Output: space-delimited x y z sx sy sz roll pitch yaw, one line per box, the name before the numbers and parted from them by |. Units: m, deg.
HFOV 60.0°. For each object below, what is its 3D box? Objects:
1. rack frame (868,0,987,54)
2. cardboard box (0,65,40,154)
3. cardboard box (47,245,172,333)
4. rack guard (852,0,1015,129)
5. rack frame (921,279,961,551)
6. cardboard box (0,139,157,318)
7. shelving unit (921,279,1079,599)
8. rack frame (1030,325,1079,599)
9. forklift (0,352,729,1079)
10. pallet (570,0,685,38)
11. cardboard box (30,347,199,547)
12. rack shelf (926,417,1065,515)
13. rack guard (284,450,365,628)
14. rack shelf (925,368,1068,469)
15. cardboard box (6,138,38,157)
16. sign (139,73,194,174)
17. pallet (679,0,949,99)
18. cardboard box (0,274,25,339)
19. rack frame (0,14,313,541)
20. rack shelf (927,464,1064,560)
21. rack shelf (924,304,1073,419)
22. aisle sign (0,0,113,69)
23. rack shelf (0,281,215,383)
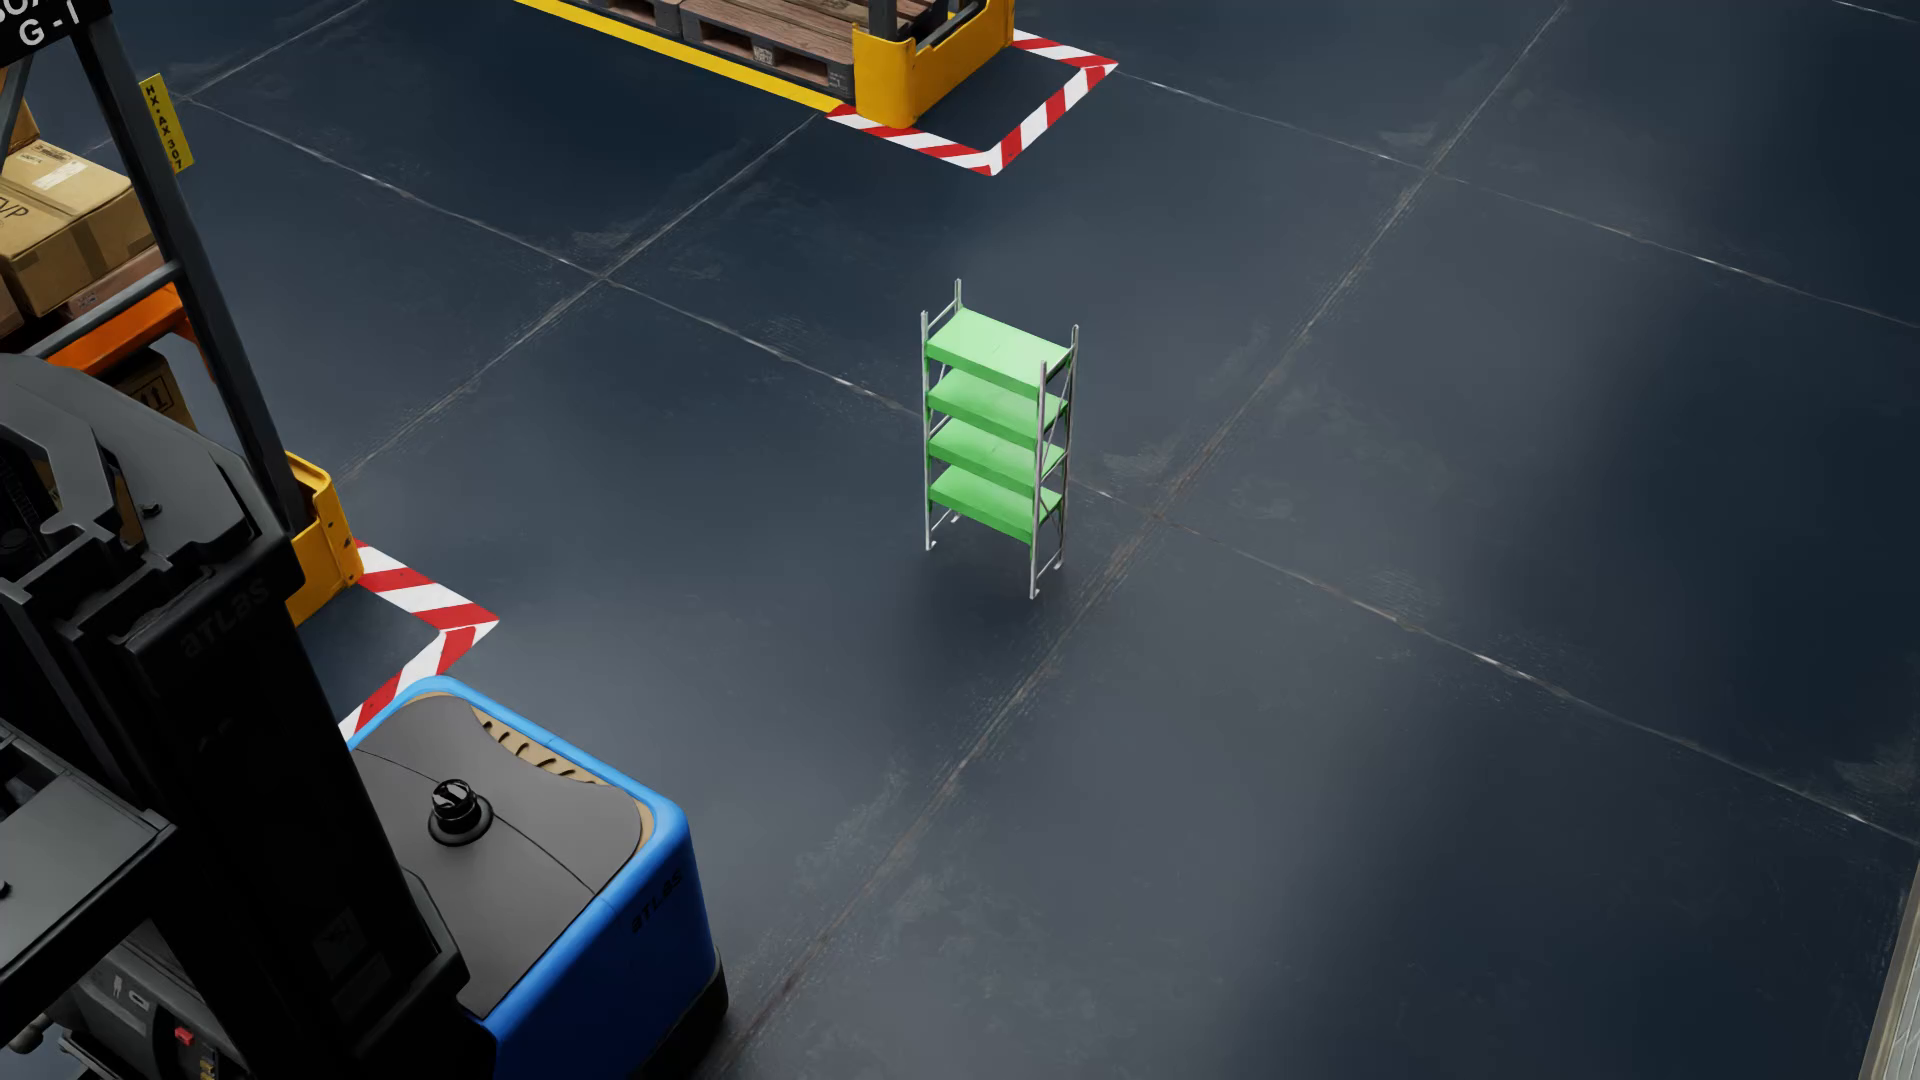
rack frame | -0.155 -3.642 8.198 0.127 3.000 1.000 25 51 22
cardboard box | -3.508 -1.507 5.497 0.500 0.500 0.500 24 50 21
cardboard box | -2.950 -0.901 5.709 0.250 0.149 0.380 25 51 23
rack guard | -0.128 -2.770 9.093 0.348 0.500 1.175 25 51 22
rack frame | -0.066 -0.449 6.349 0.015 1.200 0.240 25 51 22
cardboard box | -3.087 -1.052 5.578 0.500 0.250 0.500 23 50 21
shelving unit | 0.139 -0.354 6.257 0.503 1.200 0.258 25 51 22
rack frame | 0.345 -0.260 6.166 0.015 1.200 0.240 25 51 22
forklift | -1.941 1.179 3.561 1.130 2.935 3.031 24 51 22
pallet | -1.851 -3.486 9.990 1.213 0.211 1.003 25 51 22
cardboard box | -3.411 -0.258 6.097 0.875 0.875 0.875 25 51 22
rack shelf | 0.139 -0.310 6.303 0.480 0.148 0.258 25 51 22
rack guard | -2.809 0.228 6.180 0.348 0.500 1.175 25 51 22
rack shelf | 0.139 -0.477 6.131 0.480 0.148 0.258 25 51 22
cardboard box | -3.528 -1.250 5.770 0.500 0.250 0.500 24 51 22
sign | -2.524 -1.314 5.277 0.005 0.325 0.100 25 51 22
pallet | -0.828 -3.013 9.531 1.213 0.211 1.003 25 51 22
cardboard box | -3.380 -0.731 5.266 0.500 0.250 0.500 24 50 22
rack frame | -2.829 -0.652 5.292 0.127 3.000 1.000 25 51 22
rack shelf | 0.139 -0.142 6.475 0.480 0.148 0.258 25 51 22
rack shelf | 0.139 -0.644 5.959 0.480 0.148 0.258 25 51 22
aisle sign | -2.606 -1.711 4.509 0.004 0.787 0.394 25 51 22
rack shelf | -4.512 -1.176 6.303 4.000 0.370 1.077 25 51 22
